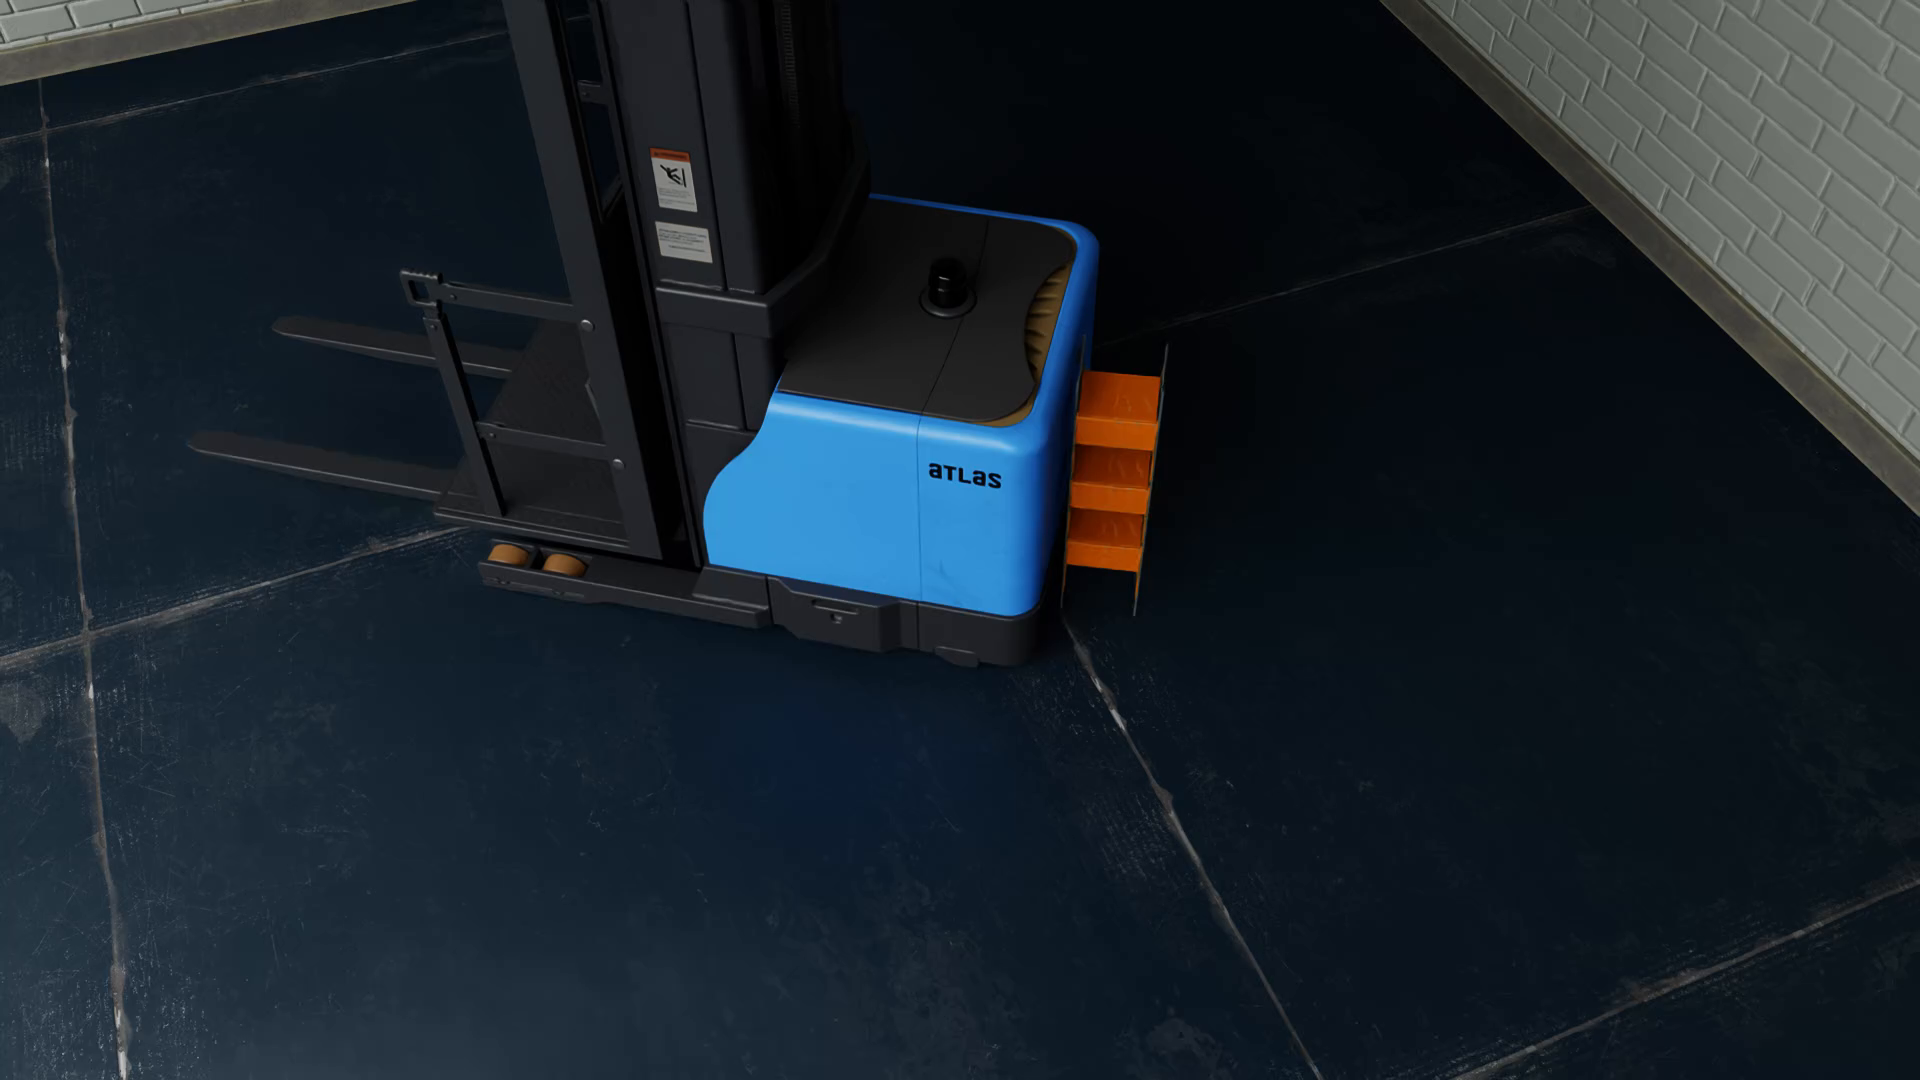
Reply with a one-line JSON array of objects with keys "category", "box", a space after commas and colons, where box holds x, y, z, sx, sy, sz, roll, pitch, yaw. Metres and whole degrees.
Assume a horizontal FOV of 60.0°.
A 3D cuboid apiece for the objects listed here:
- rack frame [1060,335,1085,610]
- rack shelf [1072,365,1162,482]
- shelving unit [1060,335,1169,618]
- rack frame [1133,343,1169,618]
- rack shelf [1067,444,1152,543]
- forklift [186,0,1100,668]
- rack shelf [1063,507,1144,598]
[{"category": "rack frame", "box": [0.351, -0.185, 5.217, 0.008, 1.050, 0.200, 6, 50, 5]}, {"category": "rack shelf", "box": [0.472, -0.350, 4.998, 0.240, 0.259, 0.215, 6, 50, 5]}, {"category": "shelving unit", "box": [0.472, -0.172, 5.206, 0.252, 1.050, 0.215, 6, 50, 5]}, {"category": "rack frame", "box": [0.593, -0.159, 5.195, 0.008, 1.050, 0.200, 6, 50, 5]}, {"category": "rack shelf", "box": [0.472, -0.165, 5.214, 0.240, 0.259, 0.215, 6, 50, 5]}, {"category": "forklift", "box": [-1.124, -1.131, 4.790, 3.031, 2.935, 1.130, 10, 50, 8]}, {"category": "rack shelf", "box": [0.472, 0.016, 5.425, 0.240, 0.259, 0.215, 6, 50, 5]}]
